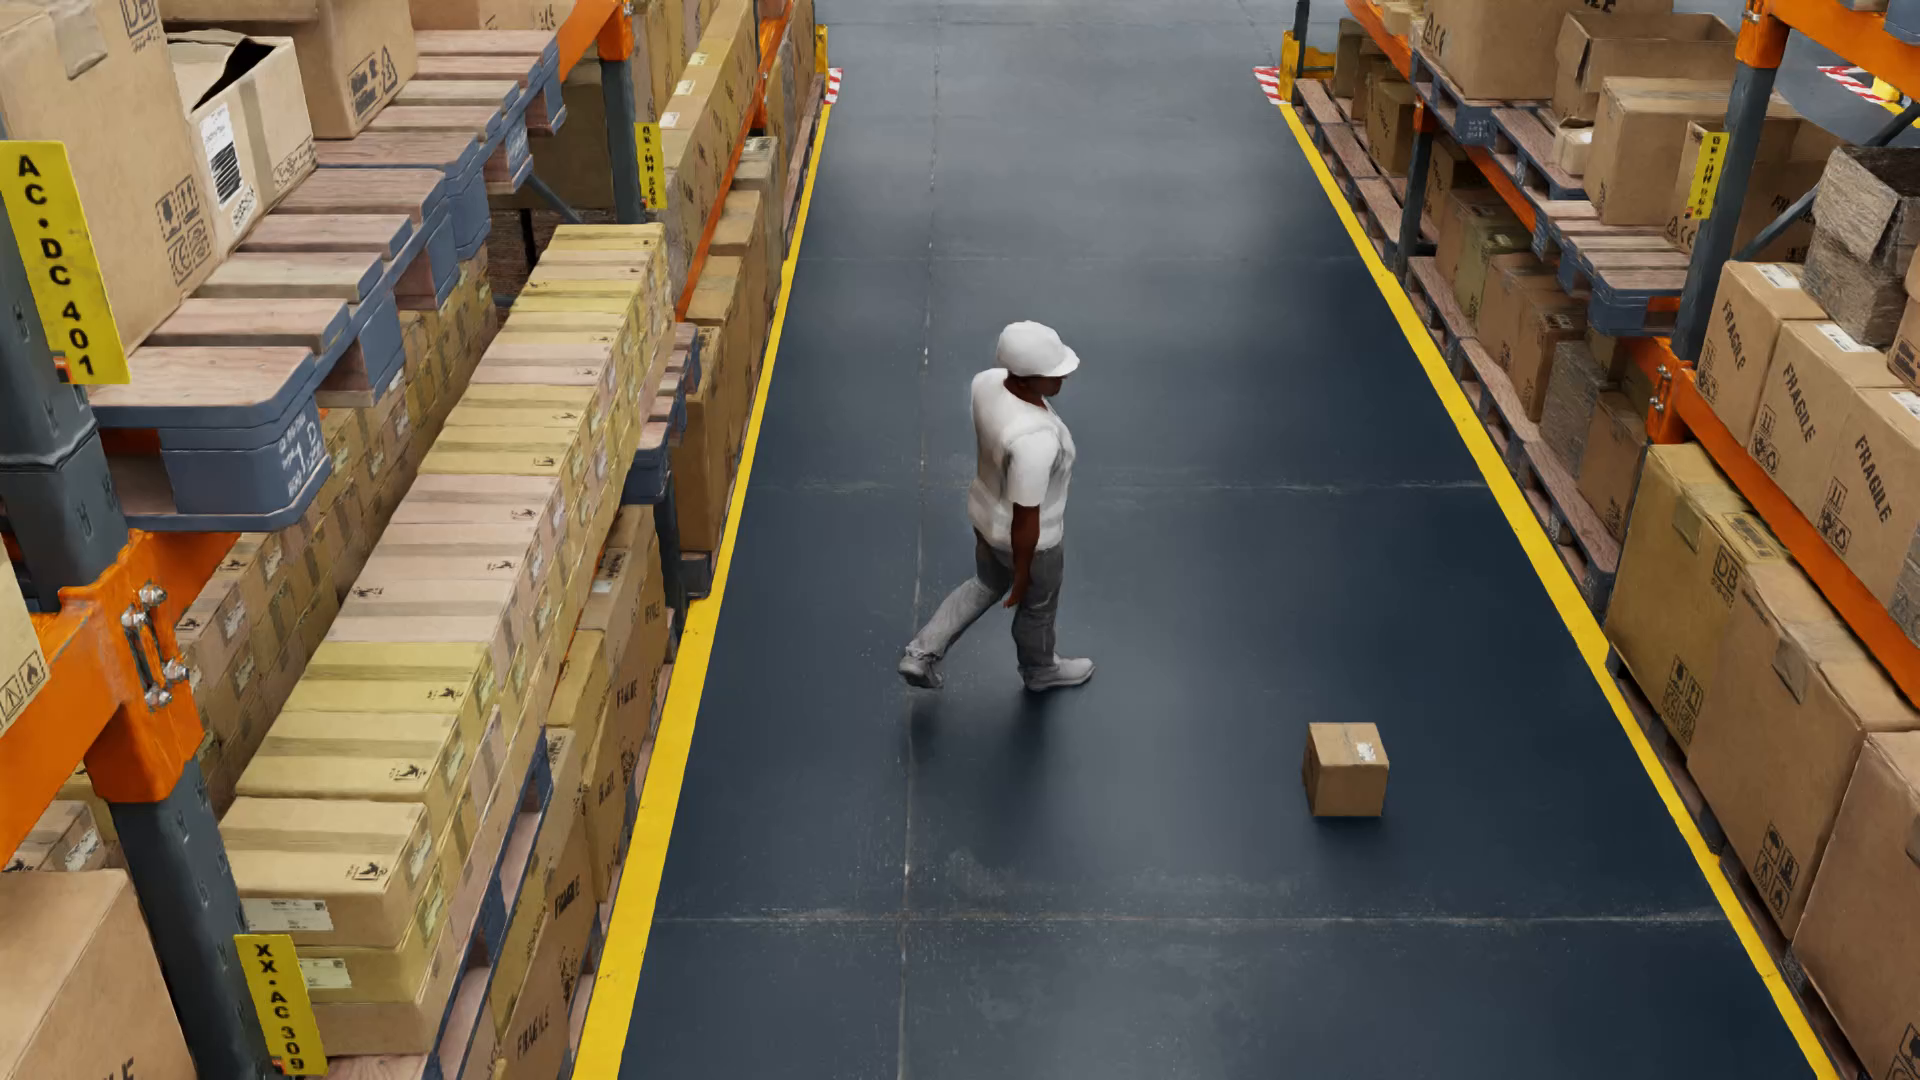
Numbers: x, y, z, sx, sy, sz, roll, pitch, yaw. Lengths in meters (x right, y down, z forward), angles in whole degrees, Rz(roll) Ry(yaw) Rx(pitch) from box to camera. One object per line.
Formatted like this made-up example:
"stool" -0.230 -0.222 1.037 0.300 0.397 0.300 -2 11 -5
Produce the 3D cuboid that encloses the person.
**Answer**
"person" 0.190 -0.057 6.238 0.870 1.731 0.609 -12 33 -19
